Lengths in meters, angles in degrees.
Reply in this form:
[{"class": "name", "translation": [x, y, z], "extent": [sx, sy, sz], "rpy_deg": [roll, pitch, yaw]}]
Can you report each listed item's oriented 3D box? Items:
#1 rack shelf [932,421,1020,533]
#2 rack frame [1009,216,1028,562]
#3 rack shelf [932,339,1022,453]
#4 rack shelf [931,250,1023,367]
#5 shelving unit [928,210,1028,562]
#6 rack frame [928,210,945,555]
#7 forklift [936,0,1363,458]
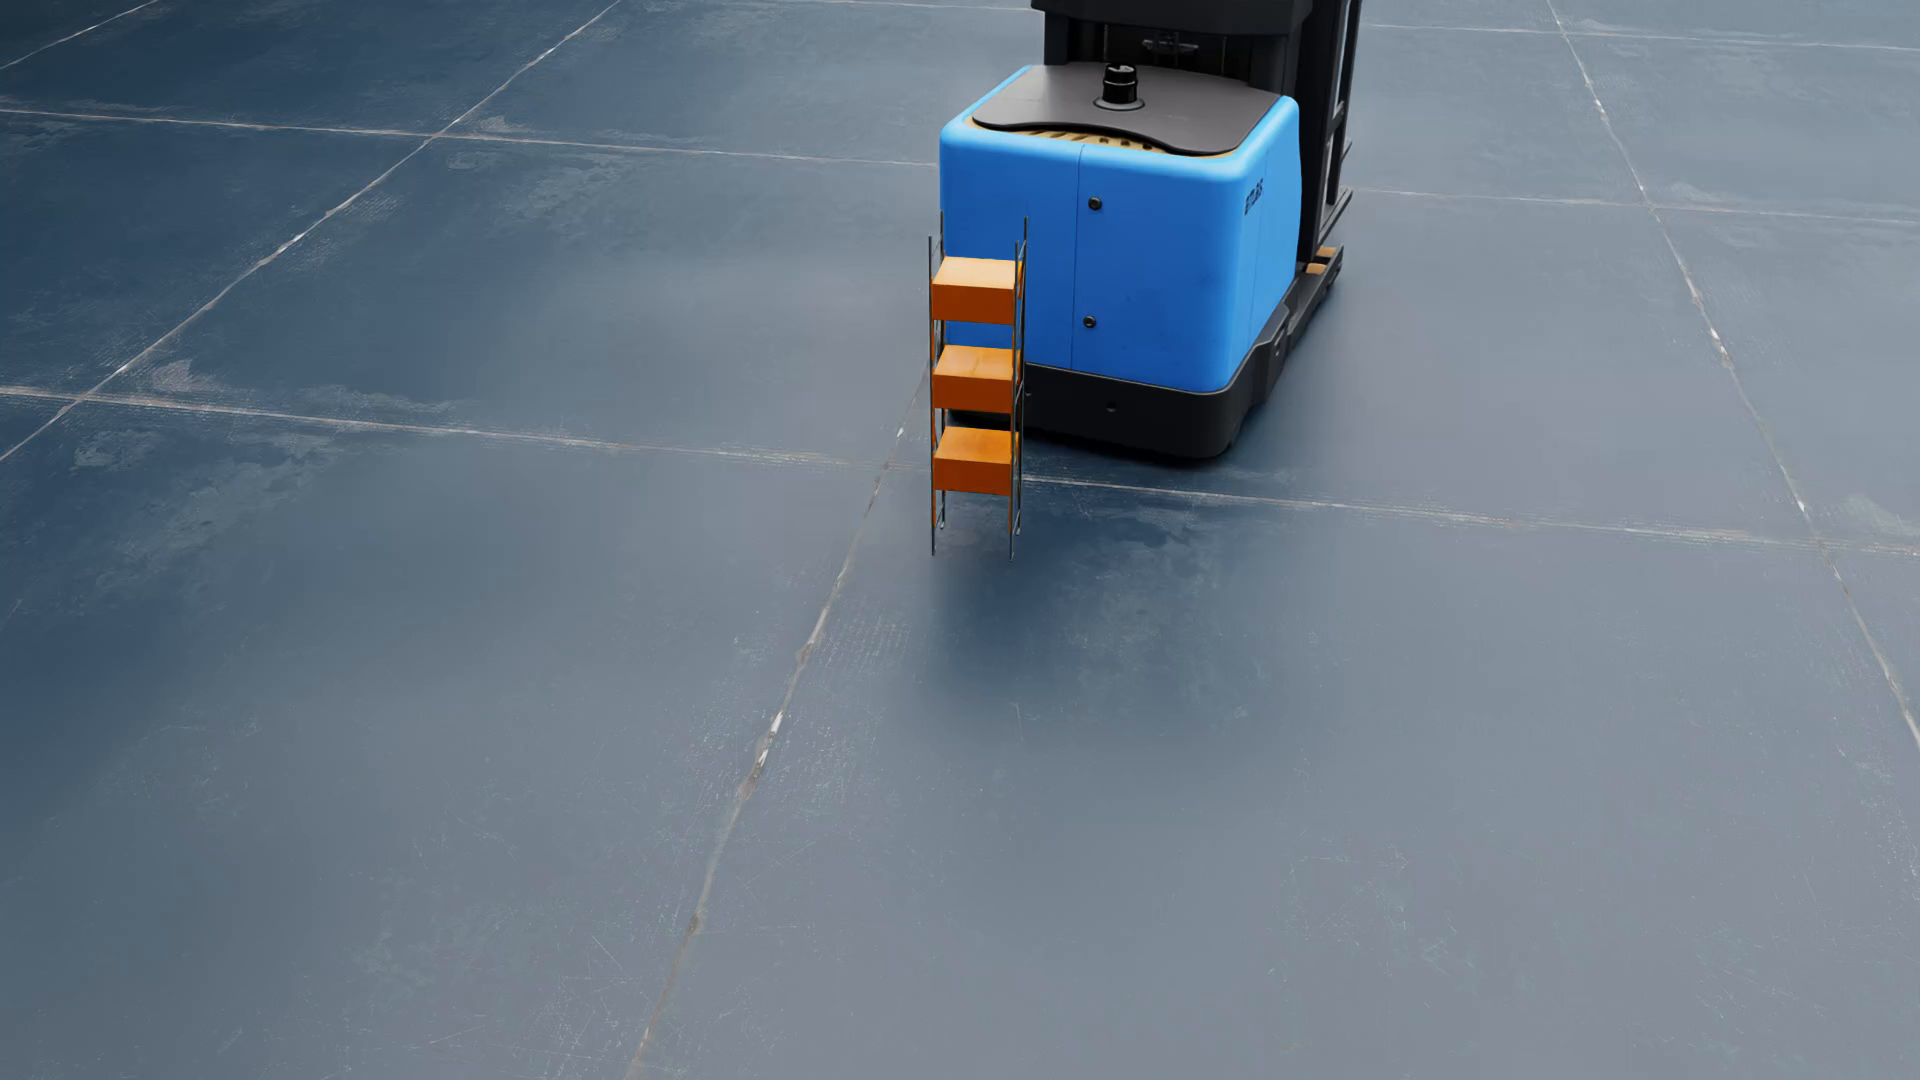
[{"class": "rack shelf", "translation": [0.053, -0.196, 5.117], "extent": [0.240, 0.259, 0.215], "rpy_deg": [5, 32, 8]}, {"class": "rack frame", "translation": [0.173, -0.429, 4.946], "extent": [0.008, 1.050, 0.200], "rpy_deg": [5, 32, 8]}, {"class": "rack shelf", "translation": [0.053, -0.431, 4.969], "extent": [0.240, 0.259, 0.215], "rpy_deg": [5, 32, 8]}, {"class": "rack shelf", "translation": [0.053, -0.672, 4.819], "extent": [0.240, 0.259, 0.215], "rpy_deg": [5, 32, 8]}, {"class": "shelving unit", "translation": [0.053, -0.440, 4.964], "extent": [0.252, 1.050, 0.215], "rpy_deg": [5, 32, 8]}, {"class": "rack frame", "translation": [-0.068, -0.451, 4.981], "extent": [0.008, 1.050, 0.200], "rpy_deg": [5, 32, 8]}, {"class": "forklift", "translation": [0.953, -2.283, 6.136], "extent": [1.130, 2.935, 3.031], "rpy_deg": [13, 34, 19]}]
